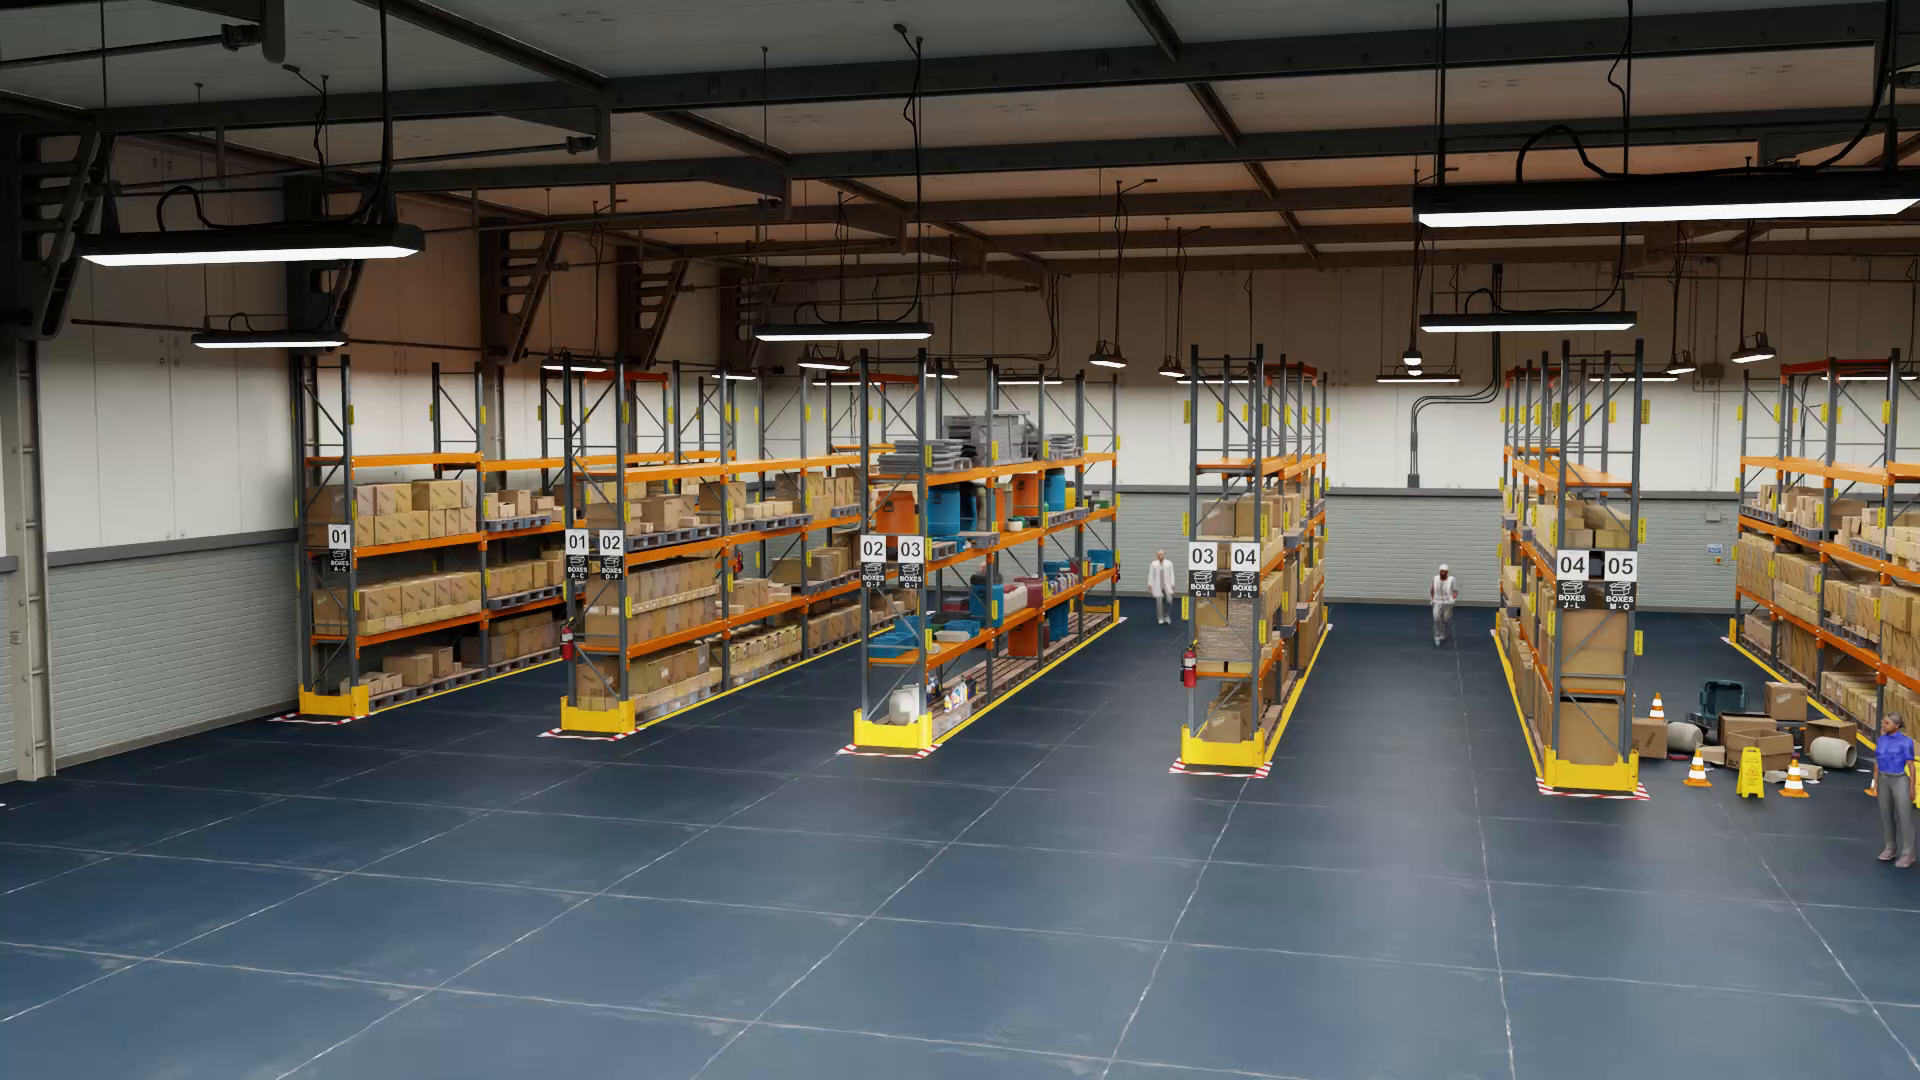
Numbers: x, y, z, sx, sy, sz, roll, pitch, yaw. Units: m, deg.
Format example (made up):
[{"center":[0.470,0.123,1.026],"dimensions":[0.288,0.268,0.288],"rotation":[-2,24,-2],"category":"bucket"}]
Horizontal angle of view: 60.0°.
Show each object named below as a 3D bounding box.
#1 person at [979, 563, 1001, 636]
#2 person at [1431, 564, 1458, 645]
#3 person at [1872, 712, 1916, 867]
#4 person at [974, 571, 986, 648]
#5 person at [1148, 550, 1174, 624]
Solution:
[{"center":[0.499,1.368,36.839],"dimensions":[0.704,1.729,1.107],"rotation":[3,5,38],"category":"person"},{"center":[10.640,1.427,36.557],"dimensions":[0.578,1.807,0.878],"rotation":[1,4,16],"category":"person"},{"center":[10.477,2.777,18.662],"dimensions":[0.407,1.673,0.574],"rotation":[-2,5,-24],"category":"person"},{"center":[0.417,1.488,35.895],"dimensions":[0.372,1.656,0.547],"rotation":[-1,4,-13],"category":"person"},{"center":[4.807,1.127,39.691],"dimensions":[0.647,1.776,0.486],"rotation":[0,4,-1],"category":"person"}]
